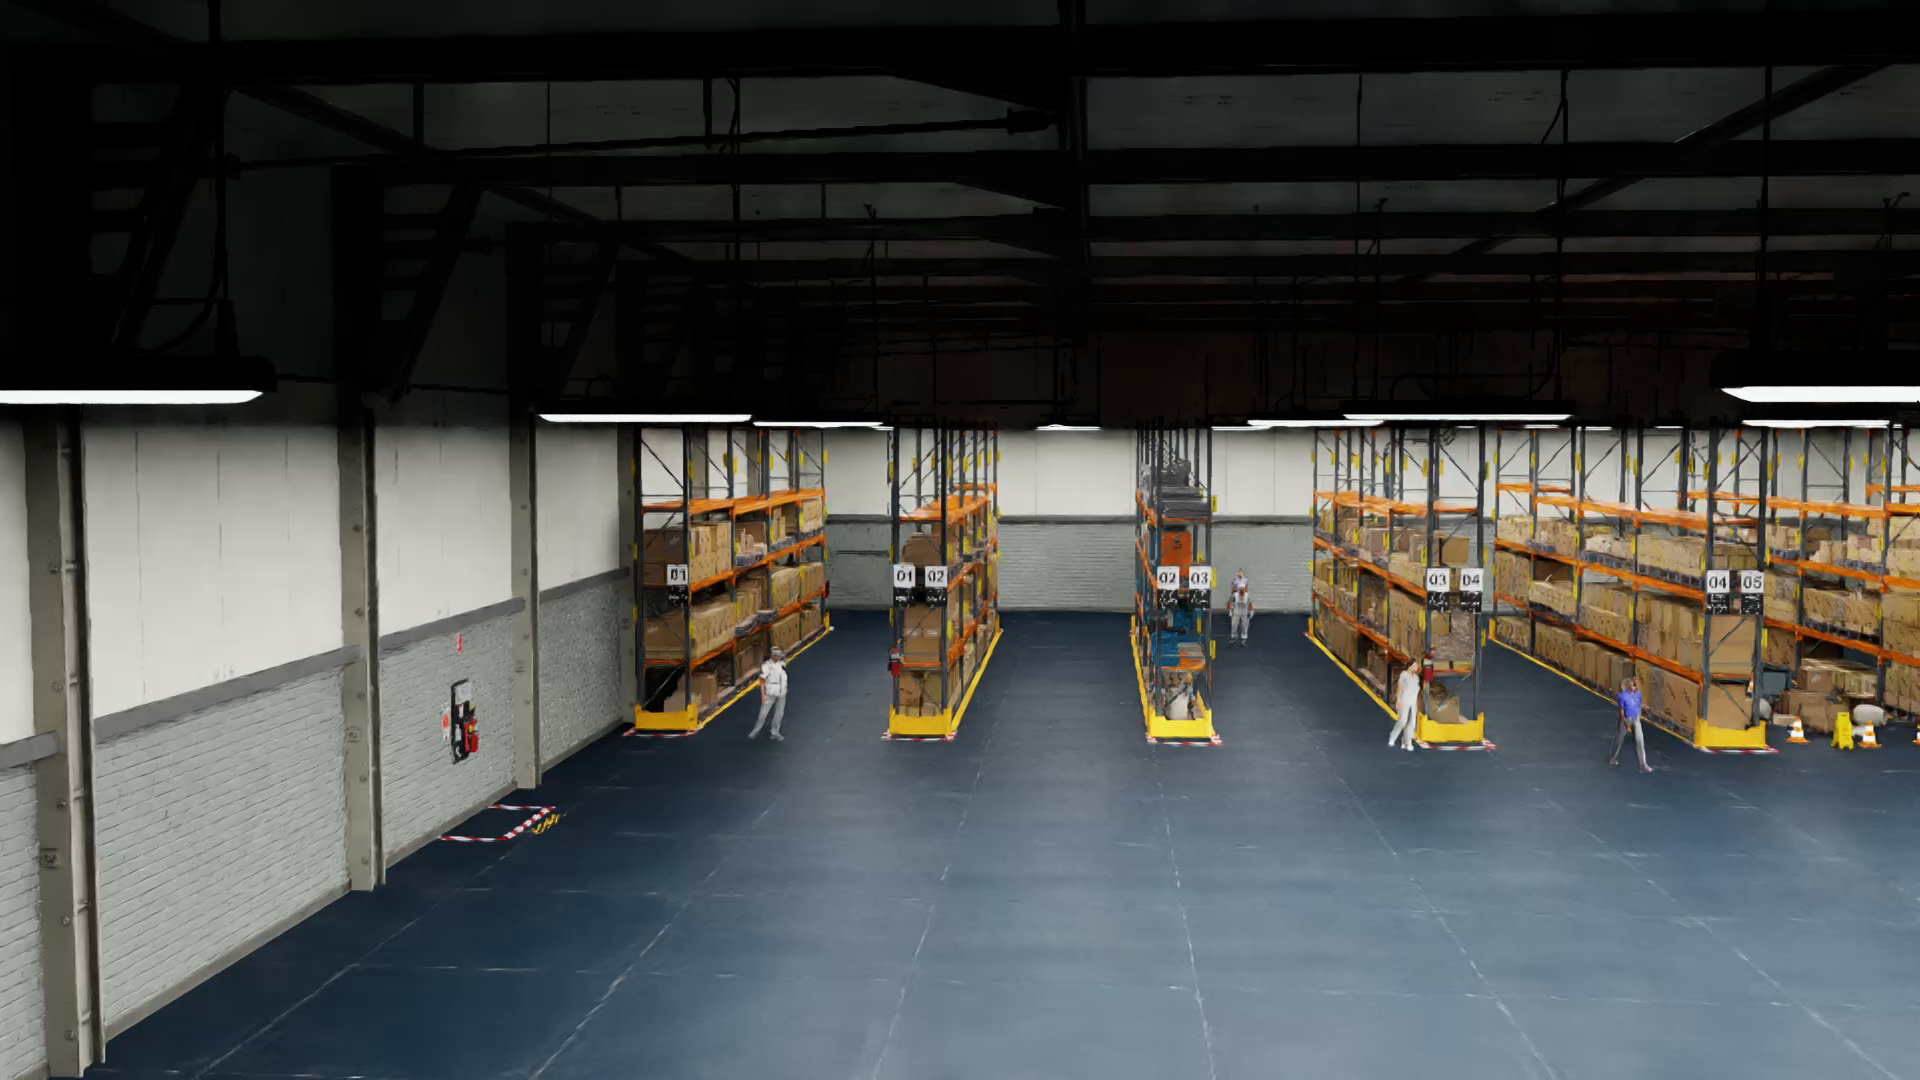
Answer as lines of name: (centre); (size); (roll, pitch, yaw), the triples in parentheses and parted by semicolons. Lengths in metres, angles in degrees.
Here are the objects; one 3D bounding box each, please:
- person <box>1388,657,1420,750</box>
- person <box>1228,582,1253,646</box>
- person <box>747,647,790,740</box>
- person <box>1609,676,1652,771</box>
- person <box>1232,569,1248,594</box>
person: (8.012, 2.937, 30.017); (0.507, 1.662, 0.529); (-2, 4, -26)
person: (7.463, 1.975, 44.226); (0.677, 1.742, 0.547); (0, 4, 3)
person: (-3.558, 2.841, 30.824); (0.730, 1.741, 0.557); (-3, 5, -37)
person: (11.304, 3.078, 28.093); (0.443, 1.587, 0.996); (0, 4, -3)
person: (8.458, 1.651, 50.299); (0.479, 1.553, 1.090); (0, 4, 7)
